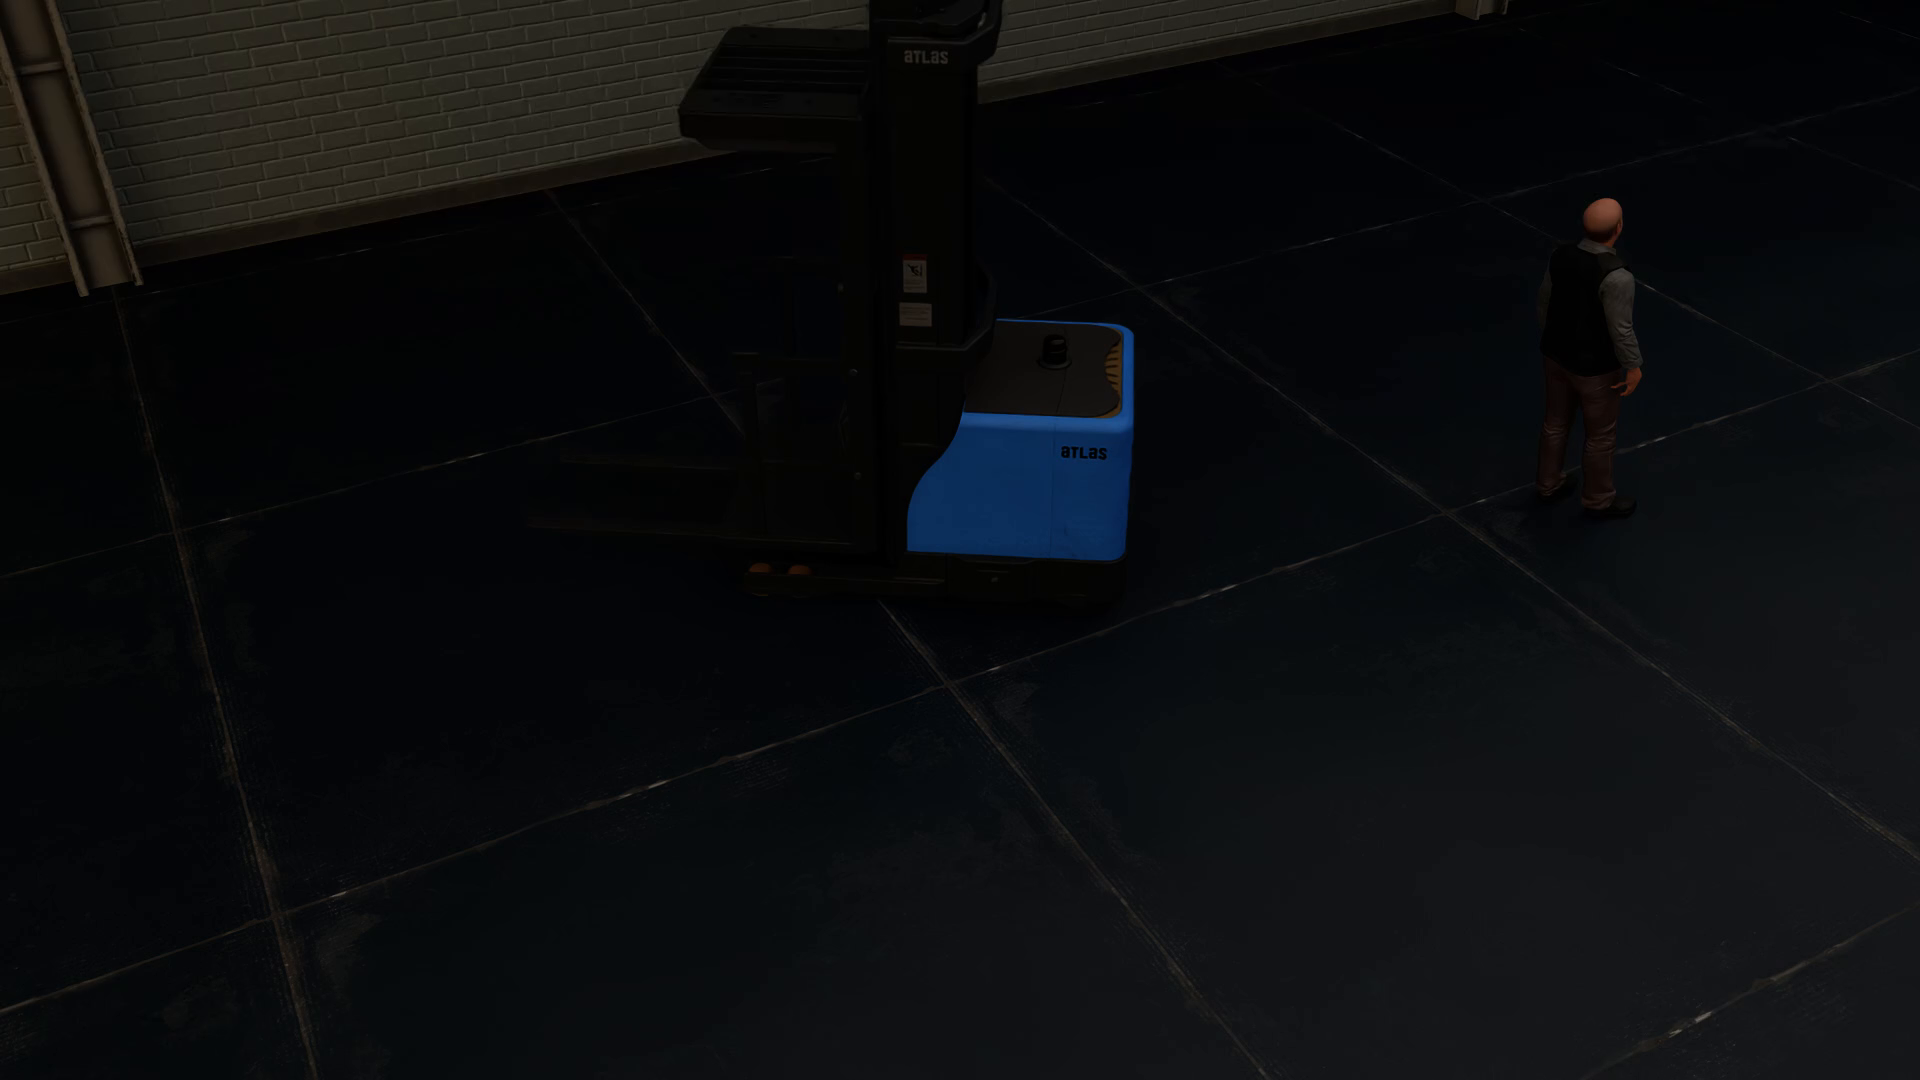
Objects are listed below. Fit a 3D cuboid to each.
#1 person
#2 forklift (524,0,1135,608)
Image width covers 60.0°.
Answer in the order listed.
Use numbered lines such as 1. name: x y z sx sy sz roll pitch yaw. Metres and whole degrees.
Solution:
1. person: 3.234 -0.938 8.485 0.567 1.722 0.634 -18 39 -23
2. forklift: -0.662 -1.206 7.829 3.031 2.935 1.130 3 35 4
